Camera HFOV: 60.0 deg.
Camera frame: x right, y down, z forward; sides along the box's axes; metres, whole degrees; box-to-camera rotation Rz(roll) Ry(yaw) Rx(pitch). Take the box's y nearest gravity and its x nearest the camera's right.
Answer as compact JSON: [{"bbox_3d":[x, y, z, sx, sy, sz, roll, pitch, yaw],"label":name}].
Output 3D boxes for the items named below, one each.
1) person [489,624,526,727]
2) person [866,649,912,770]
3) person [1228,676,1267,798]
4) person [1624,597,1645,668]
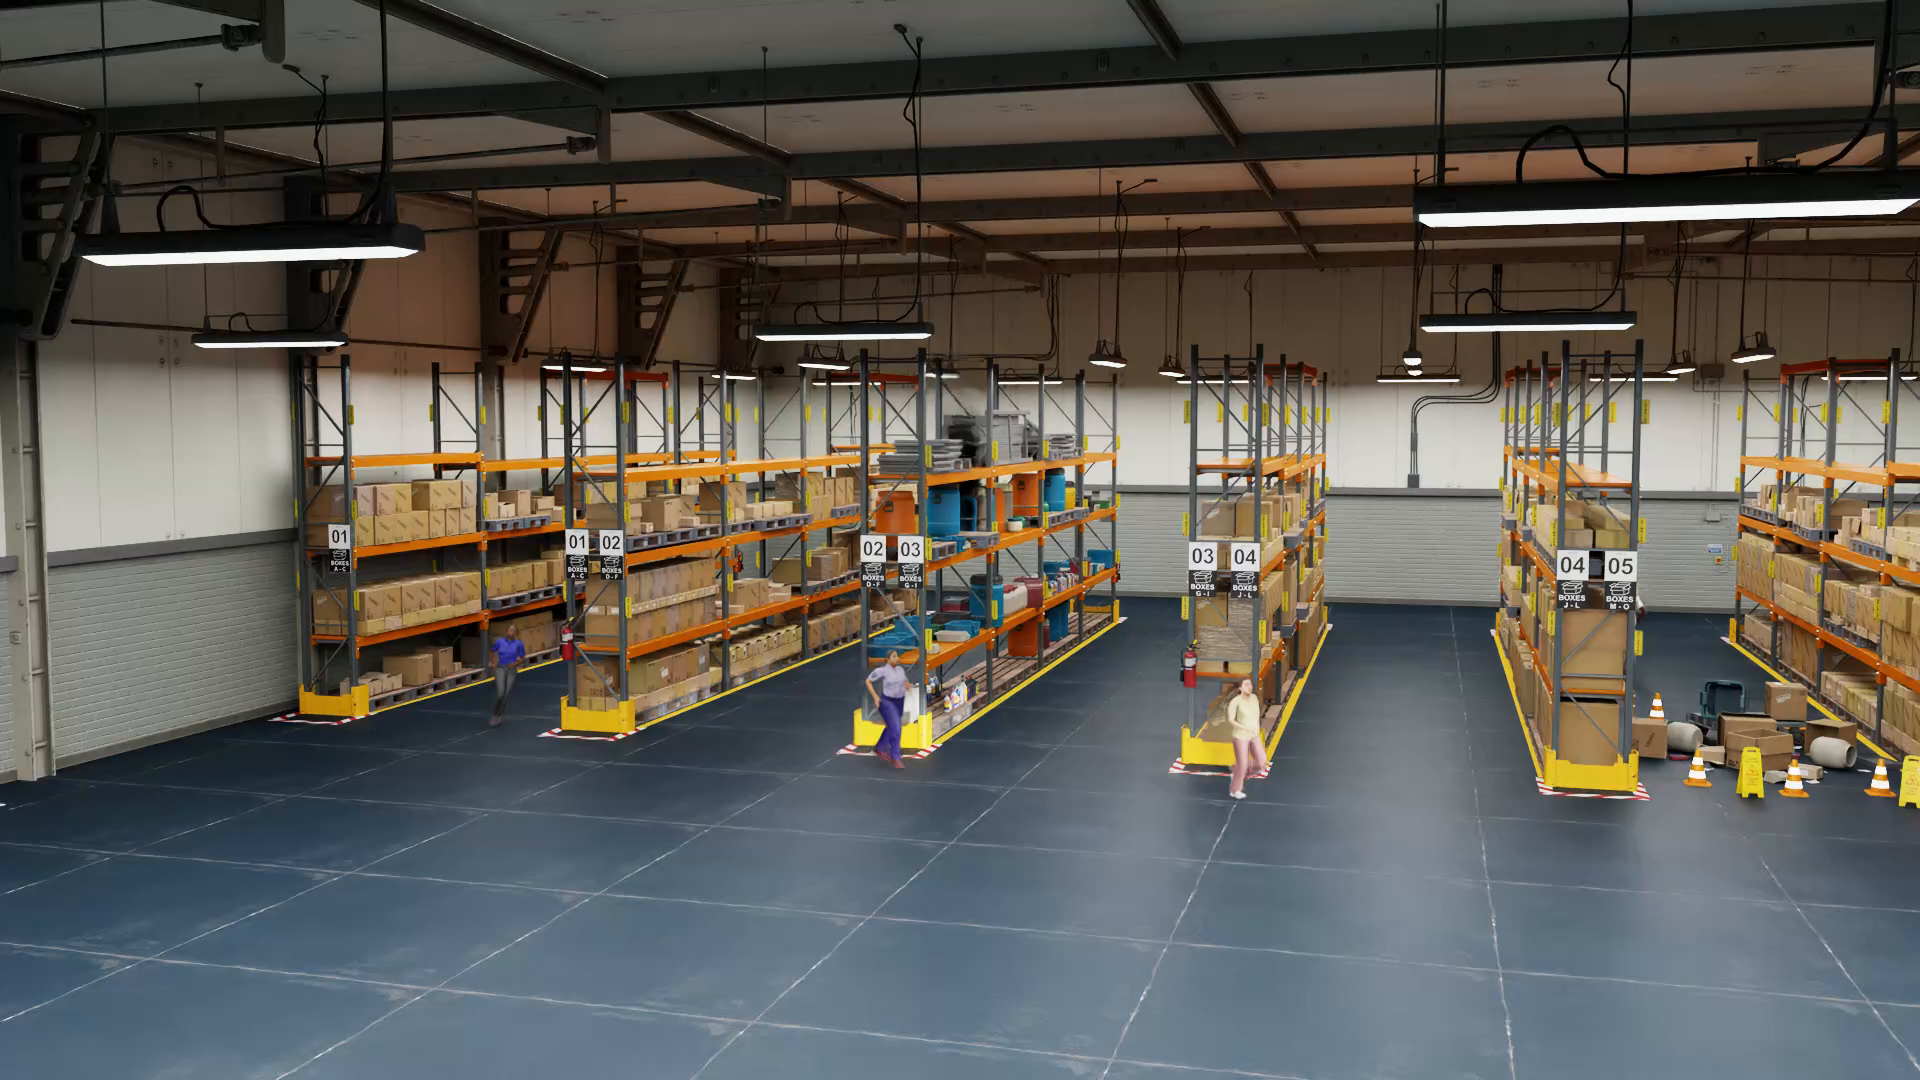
[{"bbox_3d":[-7.334,2.192,26.918,0.584,1.651,0.614,-2,5,-22],"label":"person"},{"bbox_3d":[-0.991,2.412,23.746,0.766,1.699,0.582,3,5,38],"label":"person"},{"bbox_3d":[3.734,2.569,21.598,0.598,1.621,0.610,-2,5,-26],"label":"person"},{"bbox_3d":[13.024,1.685,32.628,0.699,1.769,0.927,1,4,15],"label":"person"}]
